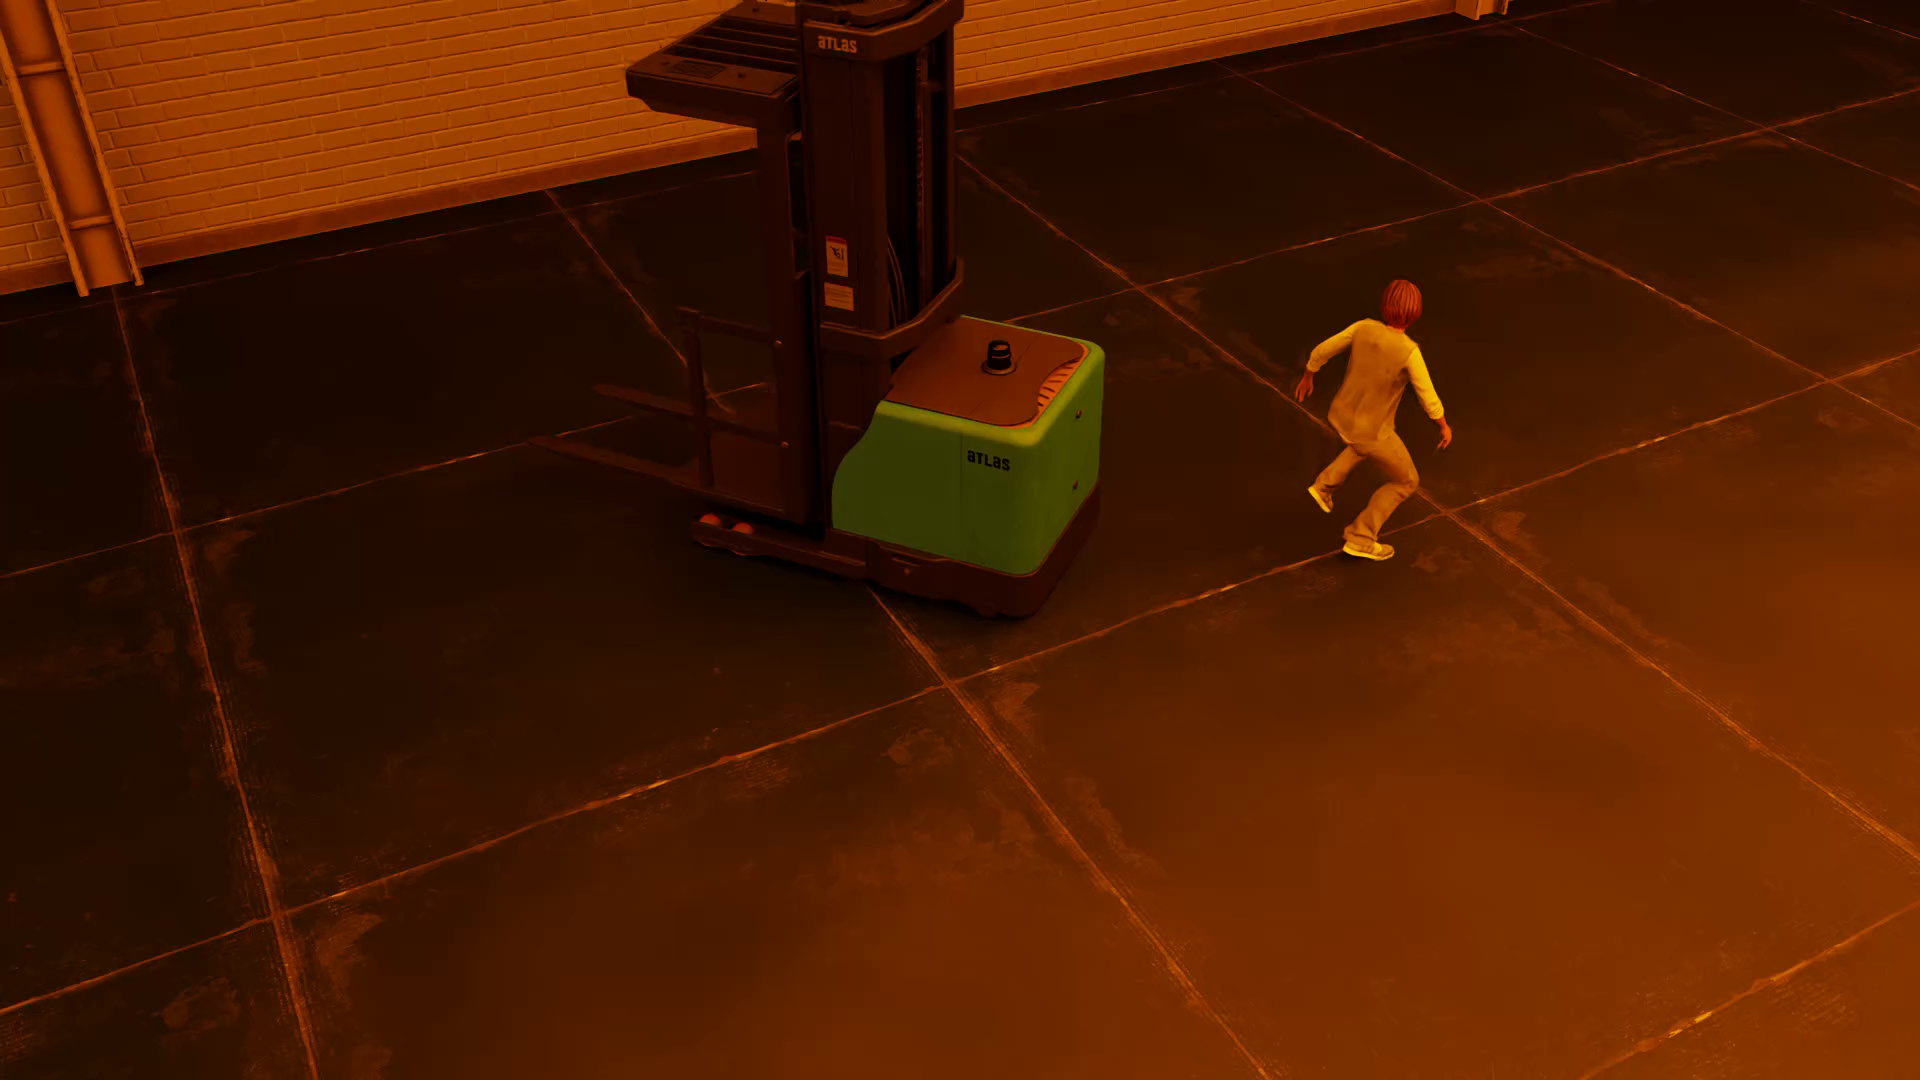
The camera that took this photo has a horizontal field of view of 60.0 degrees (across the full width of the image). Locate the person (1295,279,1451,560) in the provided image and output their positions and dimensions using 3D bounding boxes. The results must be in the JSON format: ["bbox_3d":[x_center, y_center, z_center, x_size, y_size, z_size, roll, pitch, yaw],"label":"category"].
[{"bbox_3d":[2.057,-0.611,8.247,0.527,1.502,0.695,-15,38,-21],"label":"person"}]

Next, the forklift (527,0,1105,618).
[{"bbox_3d":[-0.836,-1.378,8.072,3.031,2.935,1.130,14,38,19],"label":"forklift"}]
